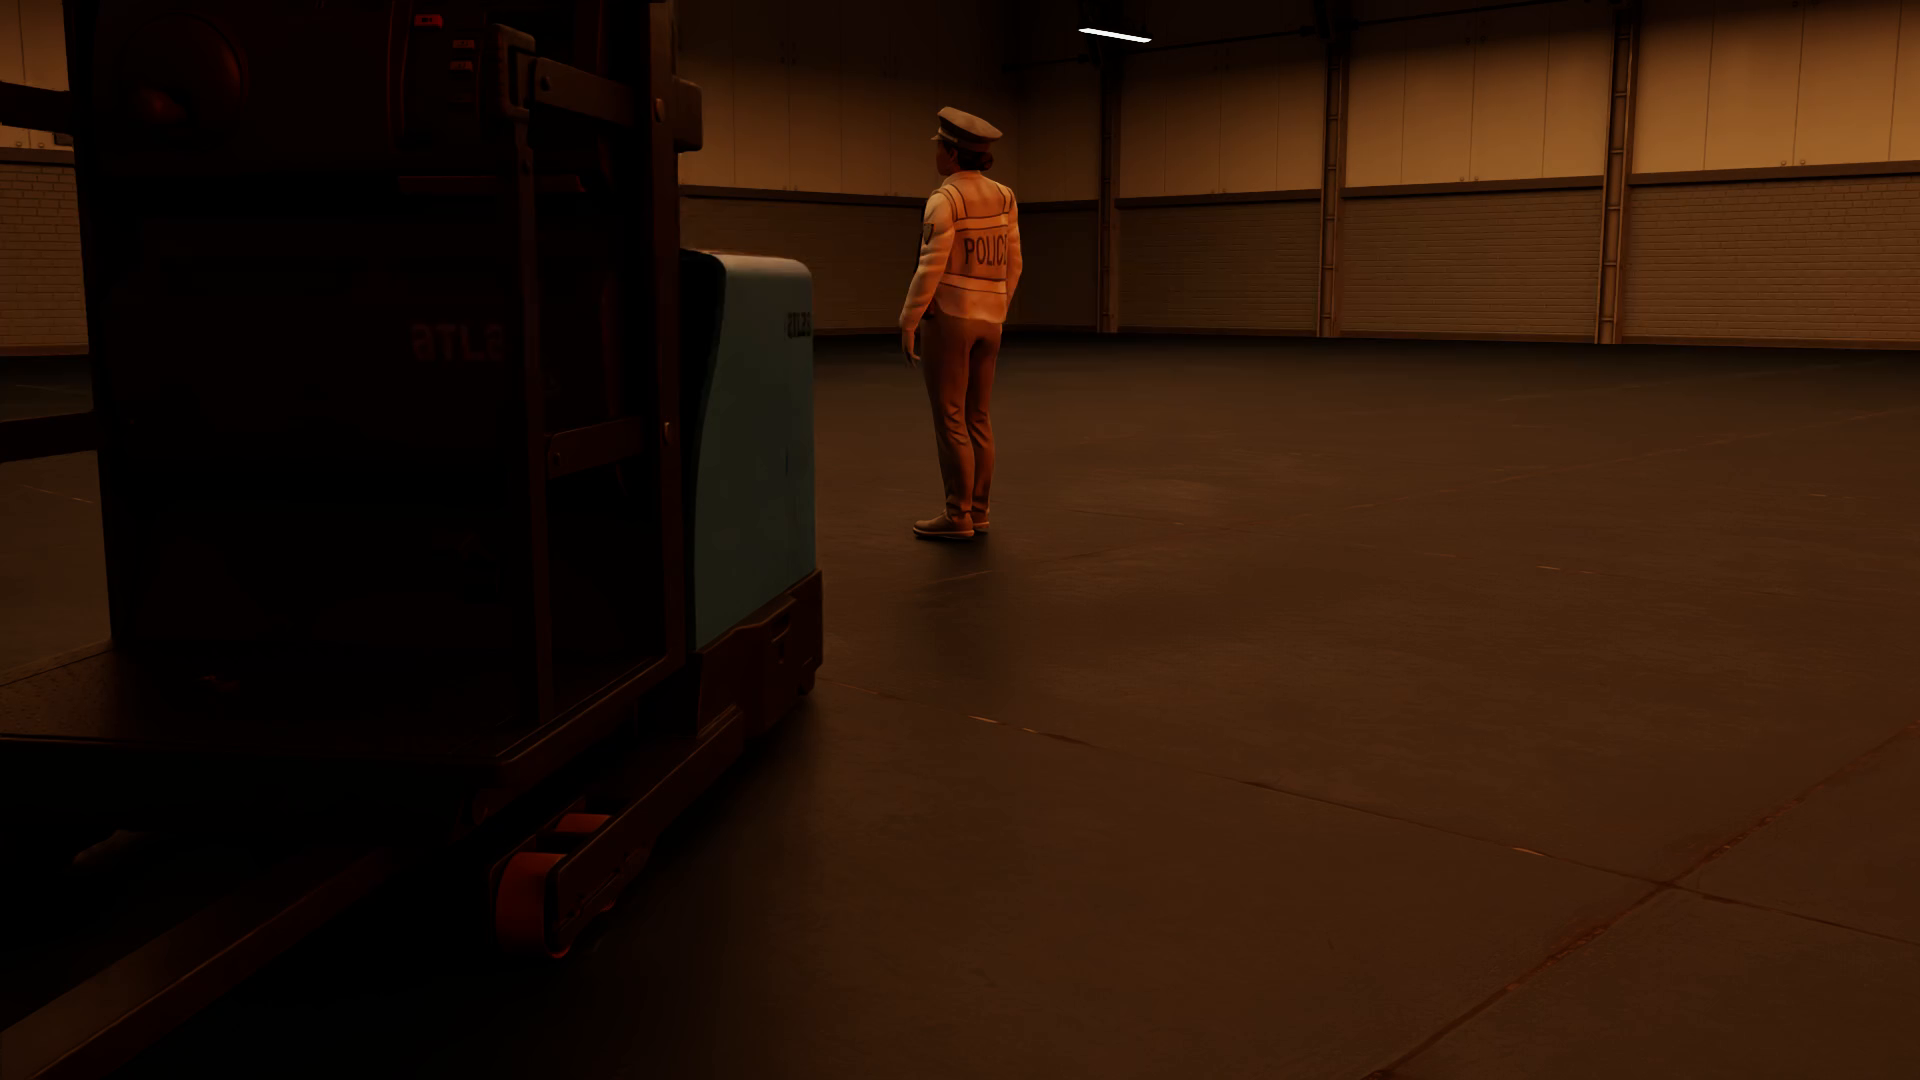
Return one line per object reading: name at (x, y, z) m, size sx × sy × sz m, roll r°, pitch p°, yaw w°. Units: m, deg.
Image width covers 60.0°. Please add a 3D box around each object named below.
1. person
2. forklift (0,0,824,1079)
person at (-0.044, -0.853, 6.643) m, size 0.530 × 1.694 × 0.586 m, roll 8°, pitch 12°, yaw 43°
forklift at (-1.083, -0.872, 2.661) m, size 1.130 × 2.935 × 3.031 m, roll 1°, pitch 9°, yaw 9°
